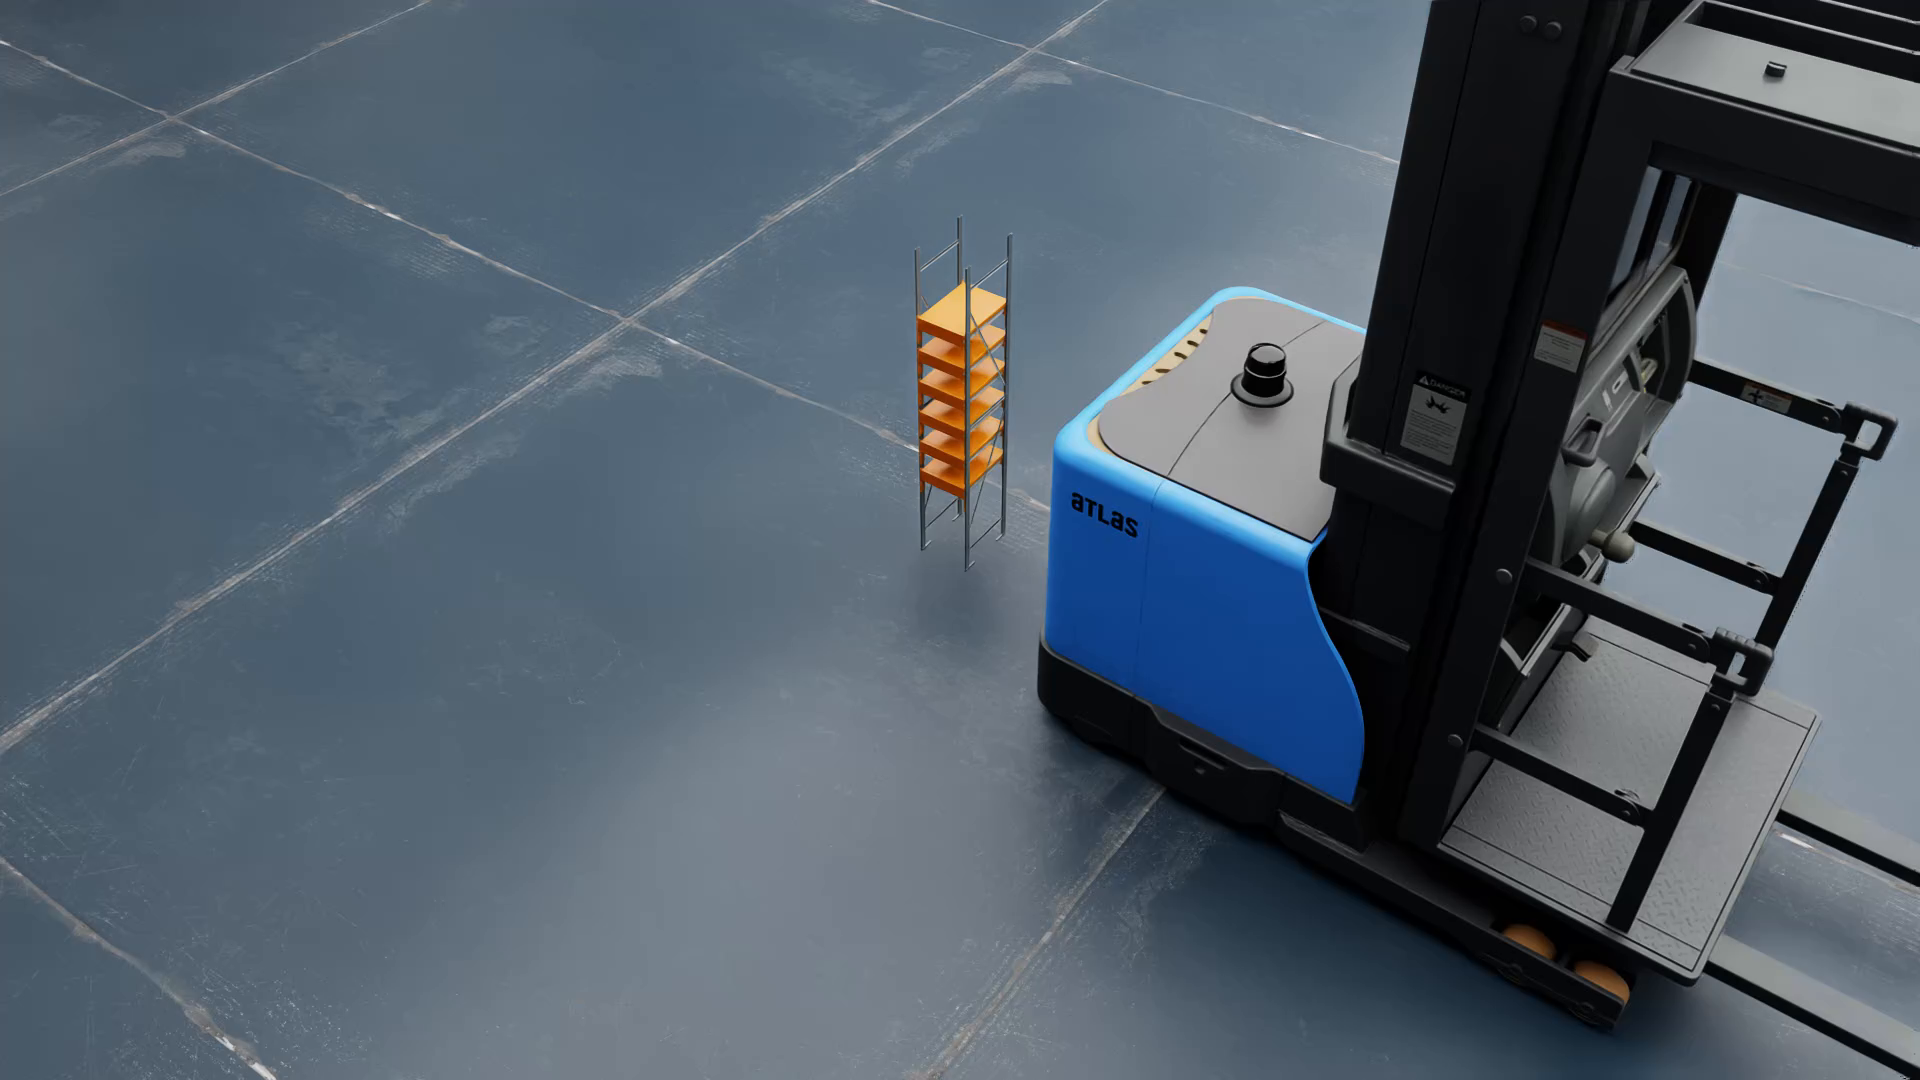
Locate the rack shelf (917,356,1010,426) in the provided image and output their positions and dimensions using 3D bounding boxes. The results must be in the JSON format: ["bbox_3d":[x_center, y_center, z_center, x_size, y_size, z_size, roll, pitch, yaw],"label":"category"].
[{"bbox_3d":[0.012,-0.498,5.293,0.180,0.103,0.258,25,48,25],"label":"rack shelf"}]

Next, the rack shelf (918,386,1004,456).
[{"bbox_3d":[0.012,-0.408,5.373,0.180,0.103,0.258,25,48,25],"label":"rack shelf"}]

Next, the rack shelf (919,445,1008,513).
[{"bbox_3d":[0.012,-0.230,5.533,0.180,0.103,0.258,25,48,25],"label":"rack shelf"}]

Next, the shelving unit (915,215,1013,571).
[{"bbox_3d":[0.012,-0.442,5.344,0.189,1.200,0.258,25,48,25],"label":"shelving unit"}]

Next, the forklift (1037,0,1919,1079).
[{"bbox_3d":[1.722,-0.237,3.817,3.031,2.935,1.130,26,48,26],"label":"forklift"}]

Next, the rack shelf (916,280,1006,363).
[{"bbox_3d":[0.012,-0.677,5.133,0.180,0.103,0.258,25,48,25],"label":"rack shelf"}]

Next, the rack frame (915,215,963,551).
[{"bbox_3d":[-0.063,-0.477,5.383,0.006,1.200,0.240,25,48,25],"label":"rack frame"}]

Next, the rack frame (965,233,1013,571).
[{"bbox_3d":[0.087,-0.407,5.305,0.006,1.200,0.240,25,48,25],"label":"rack frame"}]

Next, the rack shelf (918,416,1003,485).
[{"bbox_3d":[0.012,-0.319,5.453,0.180,0.103,0.258,25,48,25],"label":"rack shelf"}]

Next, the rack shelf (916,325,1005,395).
[{"bbox_3d":[0.012,-0.587,5.213,0.180,0.103,0.258,25,48,25],"label":"rack shelf"}]
